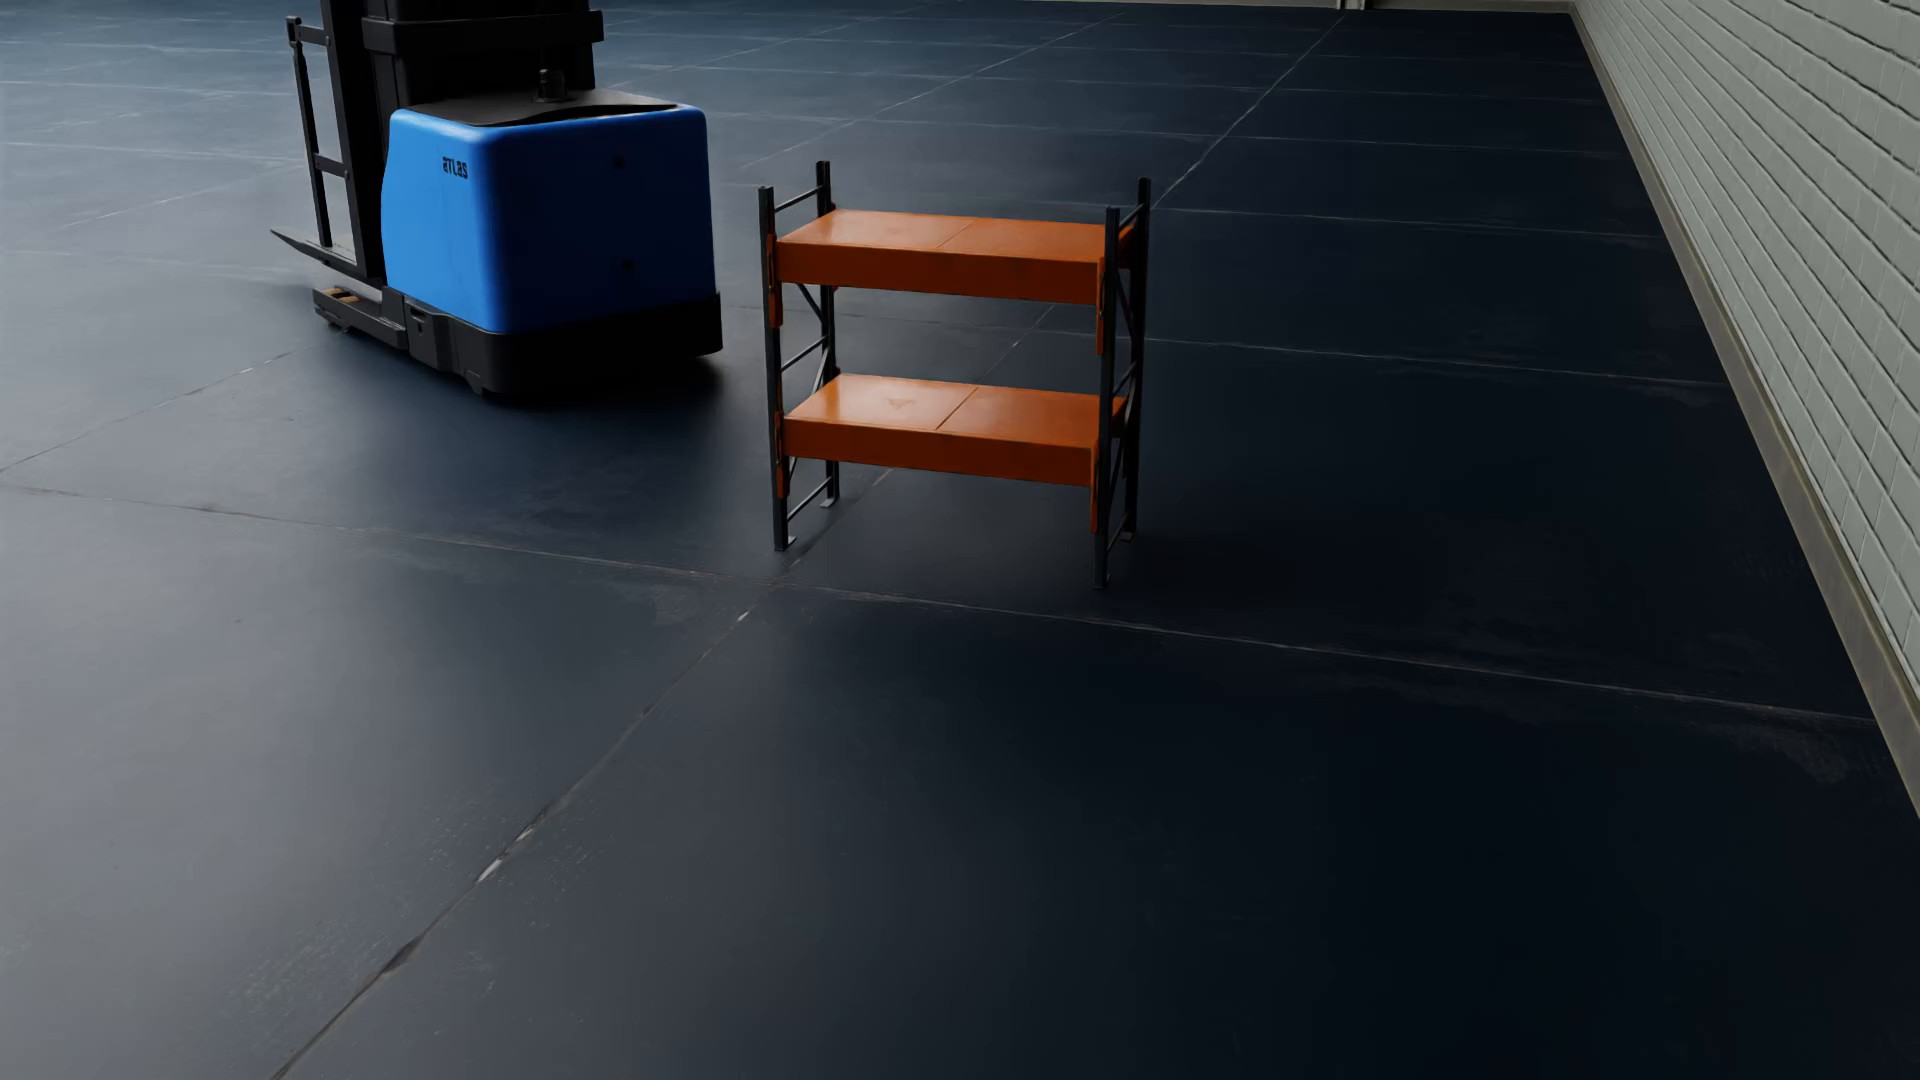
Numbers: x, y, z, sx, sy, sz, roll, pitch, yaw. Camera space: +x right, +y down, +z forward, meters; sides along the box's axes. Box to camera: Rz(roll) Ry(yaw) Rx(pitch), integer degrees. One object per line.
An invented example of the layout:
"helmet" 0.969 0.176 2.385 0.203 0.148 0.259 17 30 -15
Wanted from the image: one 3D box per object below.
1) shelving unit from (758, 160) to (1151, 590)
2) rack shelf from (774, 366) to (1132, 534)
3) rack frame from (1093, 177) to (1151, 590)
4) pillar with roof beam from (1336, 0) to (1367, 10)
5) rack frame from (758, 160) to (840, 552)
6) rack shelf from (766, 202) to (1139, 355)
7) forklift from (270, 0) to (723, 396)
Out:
"shelving unit" -0.006 -0.521 5.058 1.048 1.125 0.538 7 23 16
"rack shelf" -0.006 -0.295 5.151 1.000 0.278 0.538 7 23 16
"rack frame" 0.480 -0.465 4.922 0.032 1.125 0.500 7 23 16
"pillar with roof beam" 4.365 -10.217 18.321 0.400 9.000 9.100 7 23 16
"rack frame" -0.493 -0.577 5.194 0.032 1.125 0.500 7 23 16
"rack shelf" -0.006 -0.792 4.947 1.000 0.278 0.538 7 23 16
"forklift" -2.342 -2.409 7.280 1.130 2.935 3.031 -18 28 -37
